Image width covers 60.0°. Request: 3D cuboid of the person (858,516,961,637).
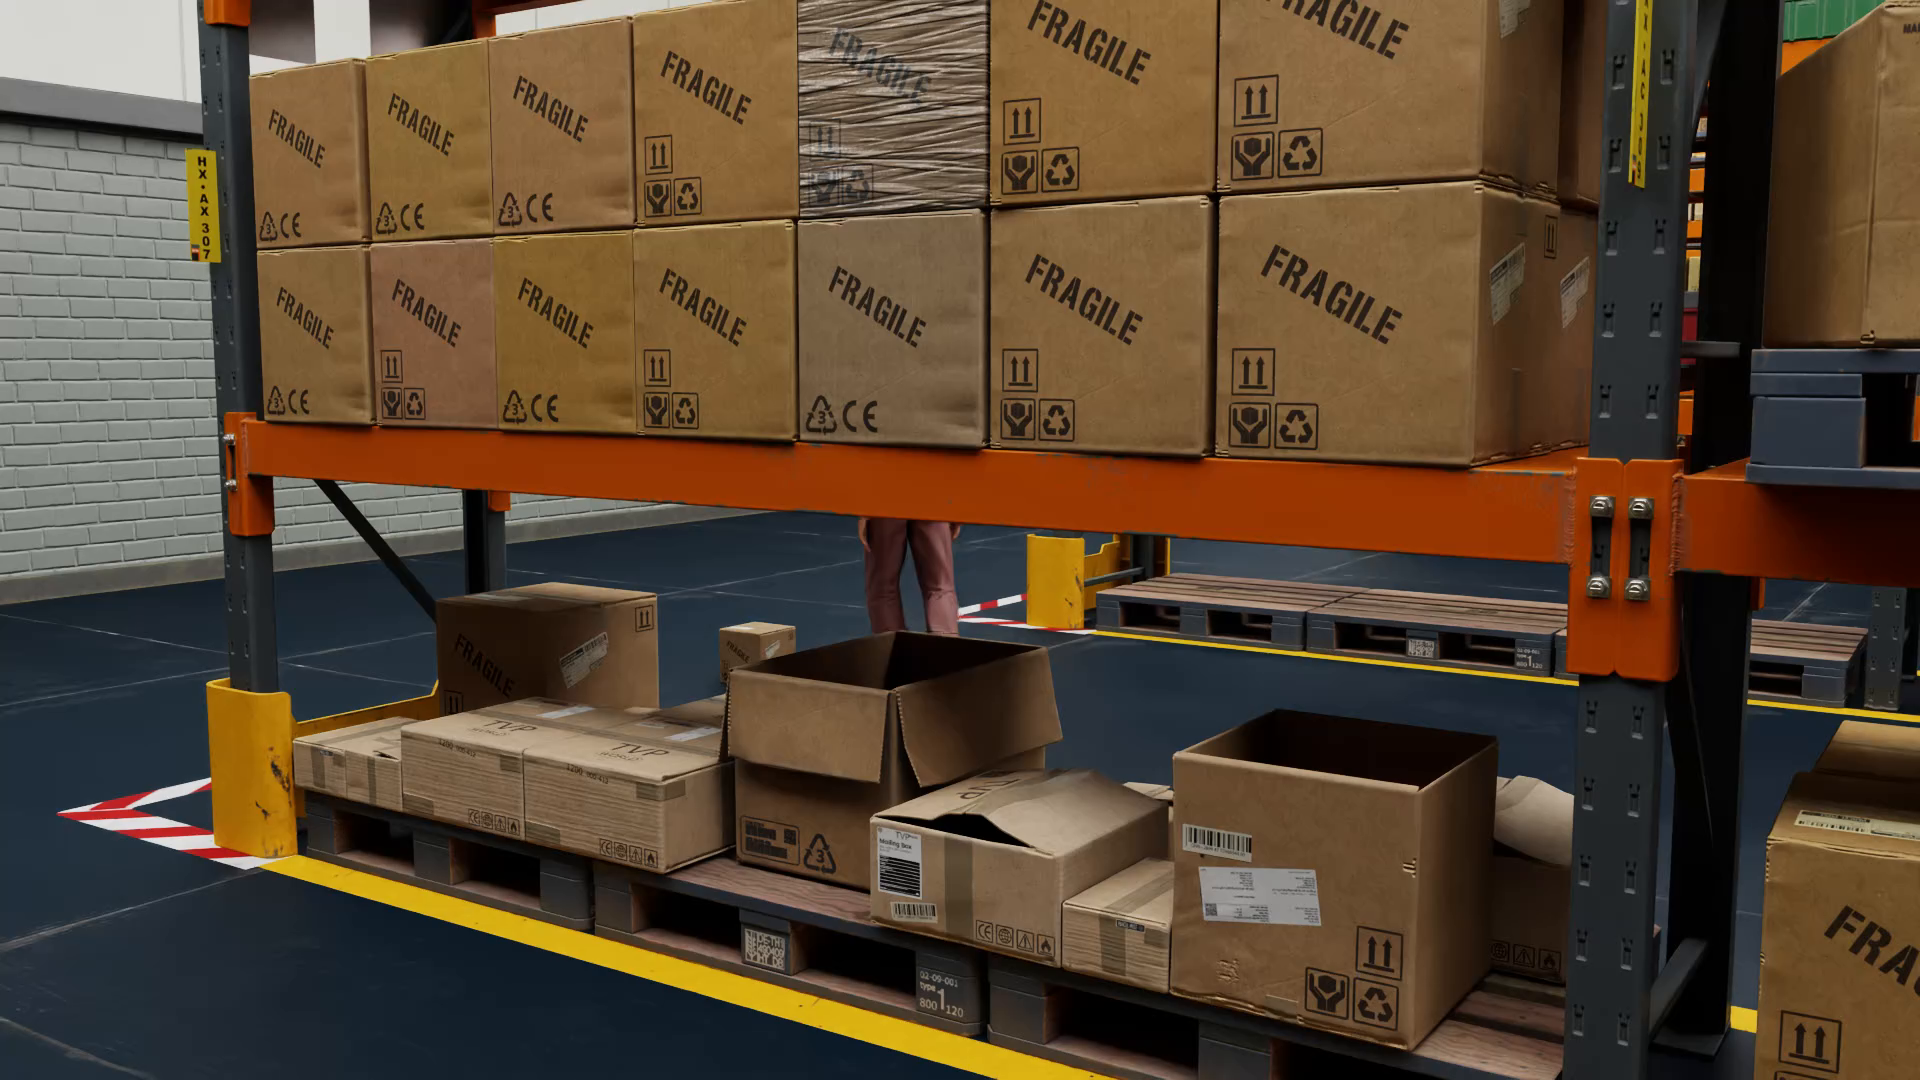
[{"bbox_3d":[-0.202,-0.098,6.814,0.471,1.668,0.672,-2,7,-17],"label":"person"}]
